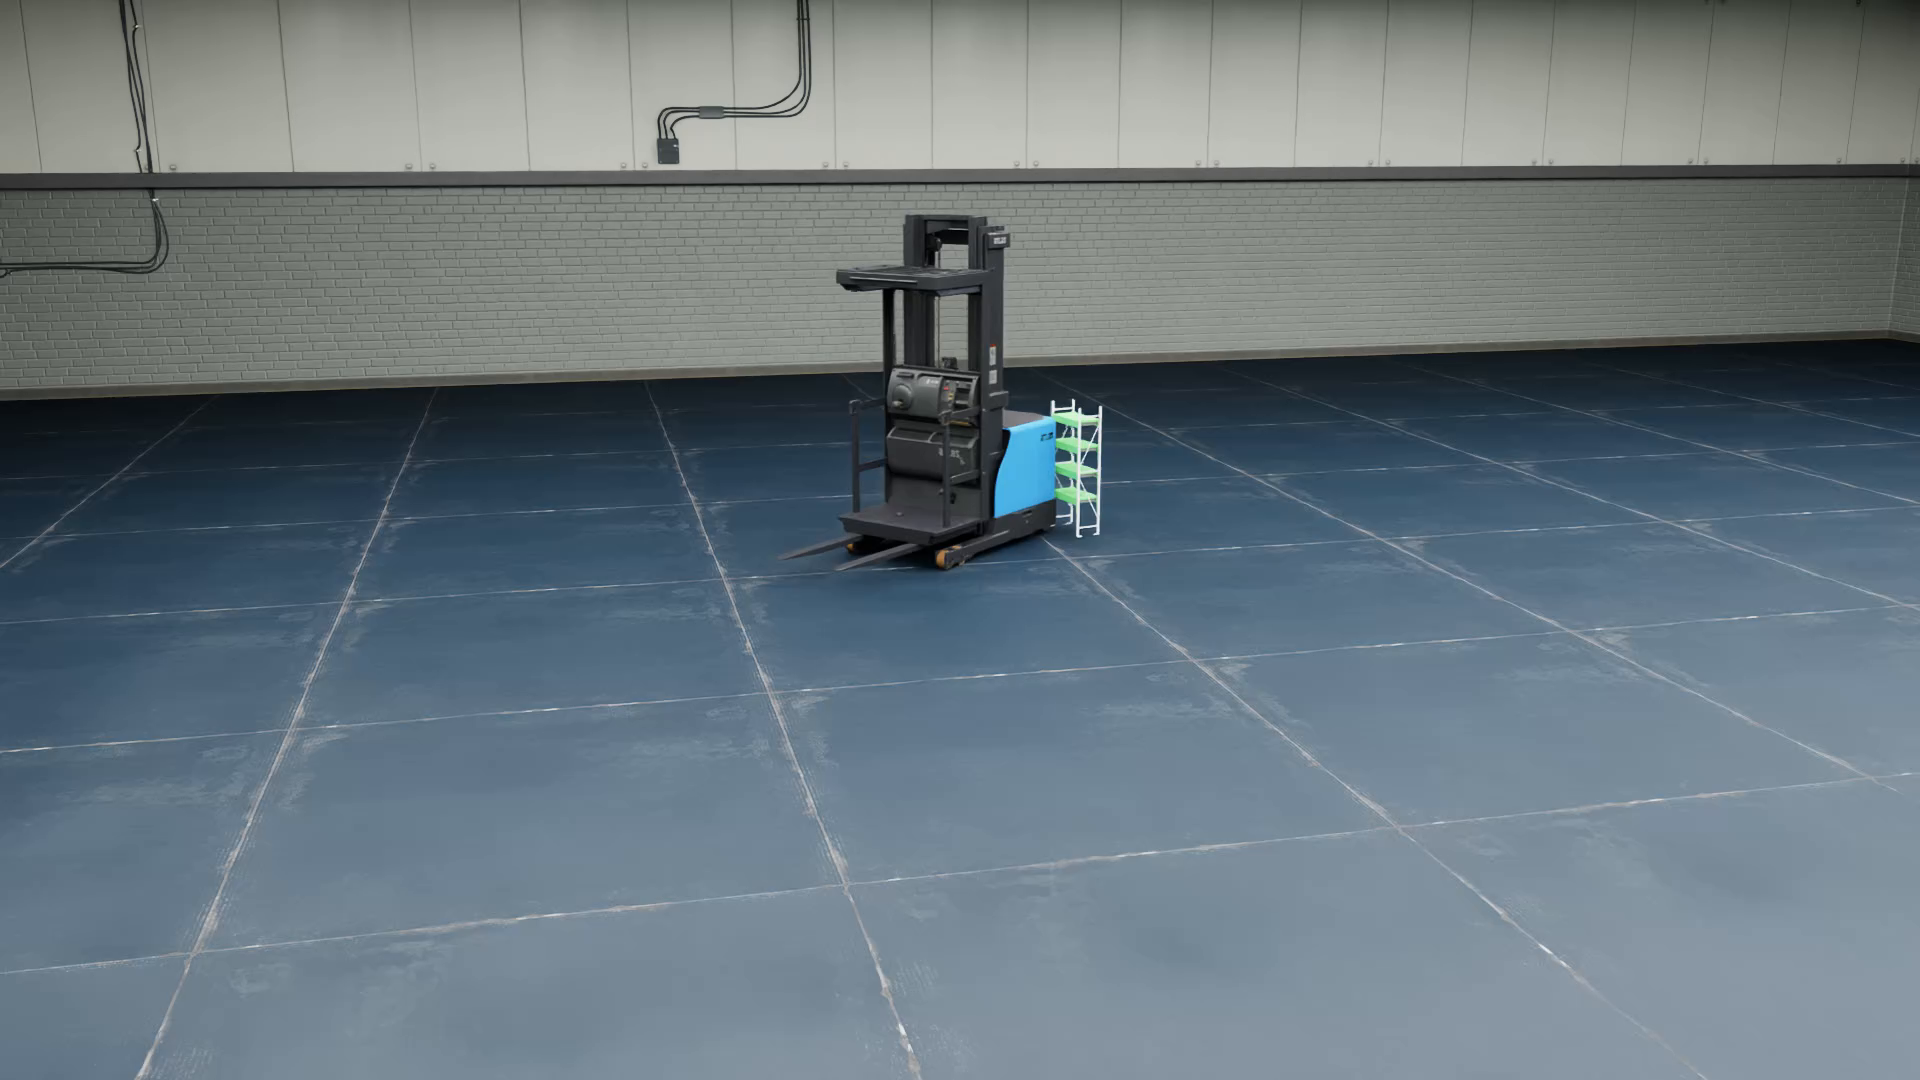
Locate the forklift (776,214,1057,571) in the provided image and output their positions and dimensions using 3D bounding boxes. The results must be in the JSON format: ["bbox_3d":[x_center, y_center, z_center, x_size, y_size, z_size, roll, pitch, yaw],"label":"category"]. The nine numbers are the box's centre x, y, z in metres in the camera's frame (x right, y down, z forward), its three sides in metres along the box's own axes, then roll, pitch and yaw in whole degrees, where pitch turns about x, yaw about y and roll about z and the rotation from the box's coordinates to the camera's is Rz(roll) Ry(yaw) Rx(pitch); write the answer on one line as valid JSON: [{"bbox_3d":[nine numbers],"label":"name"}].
[{"bbox_3d":[-0.364,-1.303,14.409,1.130,2.935,3.031,10,17,34],"label":"forklift"}]

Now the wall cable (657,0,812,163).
[{"bbox_3d":[-3.322,-8.533,24.049,2.305,6.003,0.169,-3,14,-13],"label":"wall cable"}]

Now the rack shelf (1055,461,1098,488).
[{"bbox_3d":[1.076,-0.614,15.505,0.258,0.148,0.480,-7,15,-26],"label":"rack shelf"}]

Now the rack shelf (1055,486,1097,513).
[{"bbox_3d":[1.076,-0.381,15.562,0.258,0.148,0.480,-7,15,-26],"label":"rack shelf"}]

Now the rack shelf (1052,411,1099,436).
[{"bbox_3d":[1.076,-1.080,15.391,0.258,0.148,0.480,-7,15,-26],"label":"rack shelf"}]

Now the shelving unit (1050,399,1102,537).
[{"bbox_3d":[1.076,-0.676,15.490,0.258,1.200,0.503,-7,15,-26],"label":"shelving unit"}]

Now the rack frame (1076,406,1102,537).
[{"bbox_3d":[1.184,-0.624,15.277,0.240,1.200,0.015,-7,15,-26],"label":"rack frame"}]

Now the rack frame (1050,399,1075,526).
[{"bbox_3d":[0.967,-0.728,15.702,0.240,1.200,0.015,-7,15,-26],"label":"rack frame"}]

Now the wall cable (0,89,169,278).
[{"bbox_3d":[-12.554,-4.847,22.670,3.097,2.526,0.112,-3,14,-13],"label":"wall cable"}]

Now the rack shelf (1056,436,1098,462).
[{"bbox_3d":[1.076,-0.847,15.448,0.258,0.148,0.480,-7,15,-26],"label":"rack shelf"}]

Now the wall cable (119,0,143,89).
[{"bbox_3d":[-9.924,-7.451,22.688,3.097,2.526,0.112,-3,14,-13],"label":"wall cable"}]
